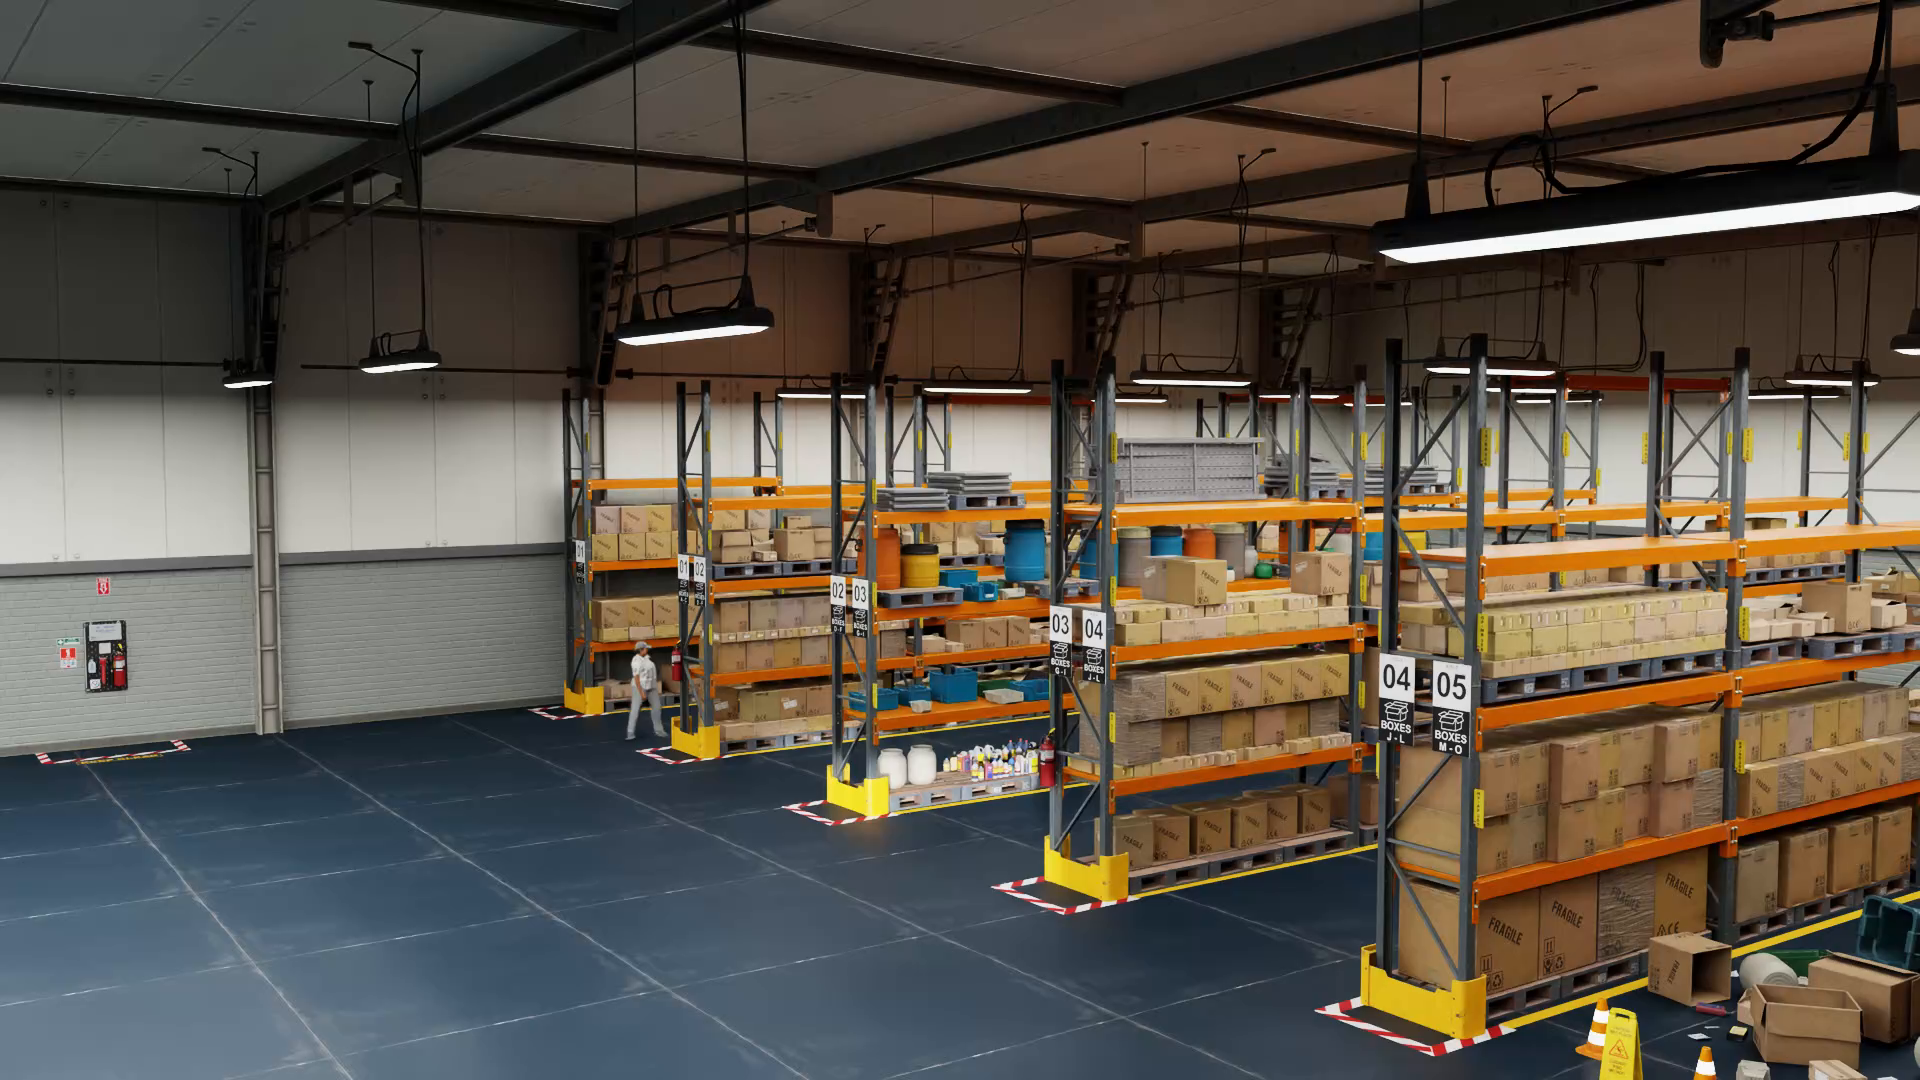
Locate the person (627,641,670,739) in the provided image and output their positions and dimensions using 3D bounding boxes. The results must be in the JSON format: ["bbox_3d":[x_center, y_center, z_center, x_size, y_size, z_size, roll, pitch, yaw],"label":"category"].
[{"bbox_3d":[-5.325,2.545,28.205,0.536,1.685,0.659,3,4,35],"label":"person"}]
